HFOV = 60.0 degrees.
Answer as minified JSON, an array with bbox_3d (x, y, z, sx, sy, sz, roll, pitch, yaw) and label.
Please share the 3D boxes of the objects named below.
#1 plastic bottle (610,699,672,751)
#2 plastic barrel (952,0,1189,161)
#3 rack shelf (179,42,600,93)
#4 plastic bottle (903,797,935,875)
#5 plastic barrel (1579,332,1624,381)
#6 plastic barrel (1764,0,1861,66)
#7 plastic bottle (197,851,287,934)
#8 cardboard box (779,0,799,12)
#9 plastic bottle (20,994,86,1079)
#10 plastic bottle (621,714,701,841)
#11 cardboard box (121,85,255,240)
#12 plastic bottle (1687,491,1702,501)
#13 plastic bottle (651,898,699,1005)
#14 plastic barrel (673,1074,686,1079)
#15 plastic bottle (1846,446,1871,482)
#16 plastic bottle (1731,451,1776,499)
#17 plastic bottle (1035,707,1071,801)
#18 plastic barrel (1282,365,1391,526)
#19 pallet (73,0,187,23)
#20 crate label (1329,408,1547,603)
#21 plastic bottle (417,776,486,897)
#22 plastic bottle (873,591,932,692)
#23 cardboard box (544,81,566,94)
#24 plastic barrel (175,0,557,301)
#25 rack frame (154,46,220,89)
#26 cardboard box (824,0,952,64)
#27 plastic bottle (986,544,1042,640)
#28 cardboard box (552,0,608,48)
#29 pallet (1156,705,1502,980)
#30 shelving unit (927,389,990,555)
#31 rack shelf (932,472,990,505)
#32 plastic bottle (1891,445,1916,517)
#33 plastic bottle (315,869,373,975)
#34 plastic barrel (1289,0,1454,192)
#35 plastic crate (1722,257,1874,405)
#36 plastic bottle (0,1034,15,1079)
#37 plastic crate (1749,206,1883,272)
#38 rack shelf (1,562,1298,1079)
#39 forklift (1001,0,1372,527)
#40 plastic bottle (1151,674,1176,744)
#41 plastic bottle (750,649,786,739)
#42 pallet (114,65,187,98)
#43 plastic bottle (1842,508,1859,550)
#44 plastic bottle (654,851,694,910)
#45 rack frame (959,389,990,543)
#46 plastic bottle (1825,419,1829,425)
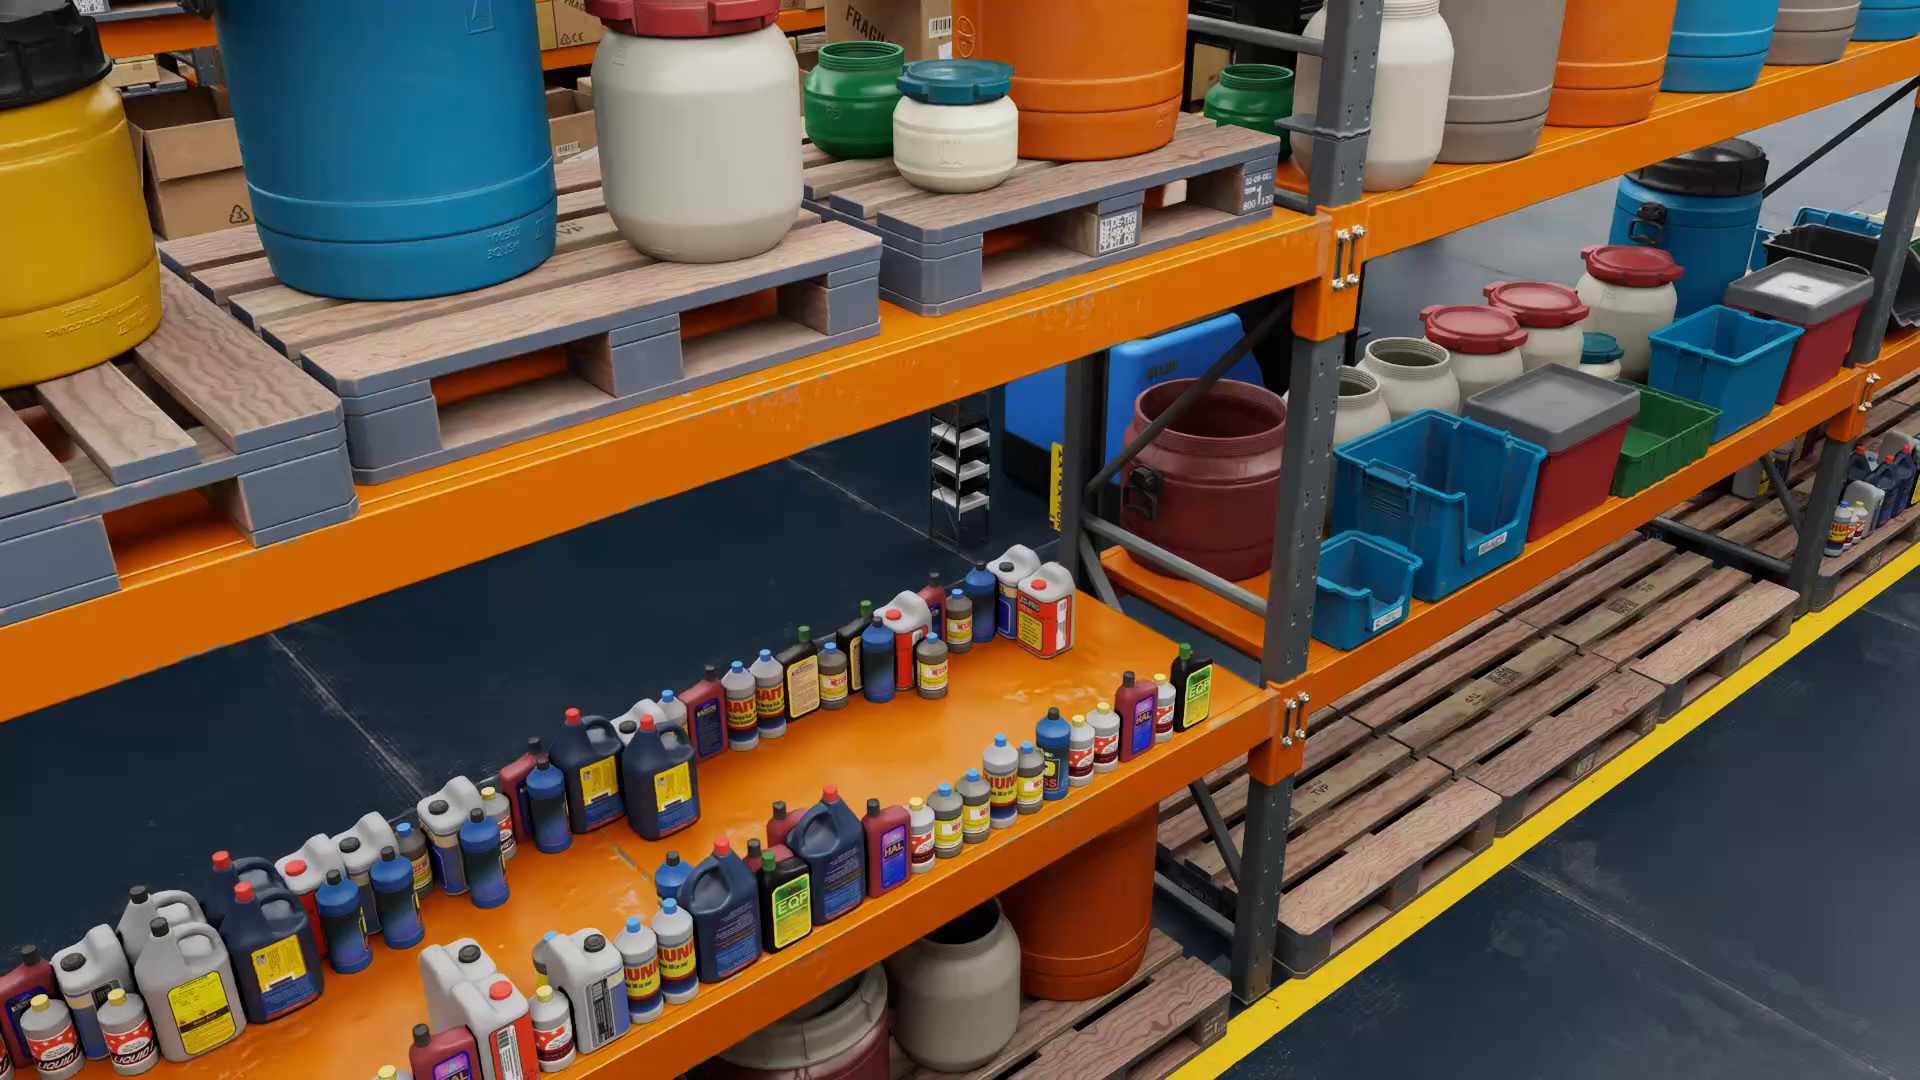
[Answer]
[{"bbox_3d":[-0.884,0.588,4.599,0.135,0.276,0.152,-22,35,-35],"label":"plastic bottle"},{"bbox_3d":[0.277,-1.433,4.165,0.708,0.830,0.600,-22,35,-35],"label":"plastic barrel"},{"bbox_3d":[-4.125,-3.788,13.418,4.000,0.370,1.077,-22,35,-35],"label":"rack shelf"},{"bbox_3d":[-0.114,0.764,4.348,0.097,0.201,0.097,0,28,0],"label":"plastic bottle"},{"bbox_3d":[2.647,-0.721,7.062,0.301,0.262,0.301,0,28,0],"label":"plastic barrel"},{"bbox_3d":[3.010,-2.242,6.048,0.600,0.901,0.600,0,28,0],"label":"plastic barrel"},{"bbox_3d":[-1.705,0.883,3.968,0.185,0.351,0.144,-22,35,-35],"label":"plastic bottle"},{"bbox_3d":[-1.927,-5.076,14.907,0.550,0.550,0.875,-22,35,-35],"label":"cardboard box"},{"bbox_3d":[-2.031,1.103,3.715,0.097,0.201,0.097,0,28,0],"label":"plastic bottle"},{"bbox_3d":[-0.807,0.616,4.468,0.185,0.351,0.144,-22,35,-35],"label":"plastic bottle"},{"bbox_3d":[-3.569,-1.754,7.679,0.637,0.503,0.797,-21,35,-34],"label":"cardboard box"},{"bbox_3d":[3.827,-0.314,8.657,0.097,0.201,0.097,0,28,0],"label":"plastic bottle"},{"bbox_3d":[-0.672,0.958,3.911,0.097,0.271,0.097,0,28,0],"label":"plastic bottle"},{"bbox_3d":[-0.881,1.710,4.561,0.421,0.512,0.421,0,28,0],"label":"plastic barrel"},{"bbox_3d":[4.543,-0.307,8.486,0.185,0.351,0.144,-22,35,-35],"label":"plastic bottle"},{"bbox_3d":[4.150,-0.406,8.671,0.185,0.351,0.144,-22,35,-35],"label":"plastic bottle"},{"bbox_3d":[0.256,0.585,4.610,0.097,0.271,0.097,0,28,0],"label":"plastic bottle"},{"bbox_3d":[1.354,-0.348,6.101,0.421,0.512,0.421,0,28,0],"label":"plastic barrel"},{"bbox_3d":[-3.808,-2.364,7.009,1.213,0.211,1.003,-20,34,-33],"label":"pallet"},{"bbox_3d":[1.642,-0.130,5.774,0.616,0.435,0.502,-22,35,-35],"label":"crate label"},{"bbox_3d":[-1.302,0.756,4.284,0.135,0.276,0.152,-22,35,-35],"label":"plastic bottle"},{"bbox_3d":[-0.180,0.305,5.128,0.135,0.276,0.152,-22,35,-35],"label":"plastic bottle"},{"bbox_3d":[-3.754,-3.394,13.859,0.750,0.750,1.050,-22,35,-35],"label":"cardboard box"},{"bbox_3d":[-1.133,-0.990,3.261,0.708,0.901,0.600,-22,35,-35],"label":"plastic barrel"},{"bbox_3d":[-5.647,-3.493,12.104,0.127,3.000,1.000,-22,35,-35],"label":"rack frame"},{"bbox_3d":[-0.157,-3.164,10.406,1.000,1.000,1.000,-22,35,-35],"label":"cardboard box"},{"bbox_3d":[0.171,0.163,5.393,0.135,0.276,0.152,-22,35,-35],"label":"plastic bottle"},{"bbox_3d":[-3.211,-4.351,13.603,0.500,0.500,0.500,-22,35,-35],"label":"cardboard box"},{"bbox_3d":[1.325,1.099,6.469,1.213,0.211,1.003,-22,35,-35],"label":"pallet"},{"bbox_3d":[-0.006,-0.394,8.533,0.210,0.900,0.258,-22,35,-35],"label":"shelving unit"},{"bbox_3d":[-0.006,-0.286,8.591,0.200,0.077,0.258,-22,35,-35],"label":"rack shelf"},{"bbox_3d":[4.780,-0.313,8.497,0.185,0.351,0.144,-24,36,-37],"label":"plastic bottle"},{"bbox_3d":[-1.486,0.909,4.003,0.097,0.271,0.097,0,28,0],"label":"plastic bottle"},{"bbox_3d":[1.146,-1.265,4.634,0.421,0.512,0.421,0,28,0],"label":"plastic barrel"},{"bbox_3d":[3.584,-0.902,7.187,0.583,0.464,0.402,-22,35,-35],"label":"plastic crate"},{"bbox_3d":[-2.172,1.122,3.679,0.097,0.201,0.097,0,28,0],"label":"plastic bottle"},{"bbox_3d":[4.419,-1.502,8.535,0.616,0.251,0.499,-22,35,-35],"label":"plastic crate"},{"bbox_3d":[-0.811,1.021,4.420,4.000,0.370,1.077,-22,35,-35],"label":"rack shelf"},{"bbox_3d":[1.694,-1.915,9.224,3.031,2.935,1.130,-21,35,-34],"label":"forklift"},{"bbox_3d":[0.580,0.485,4.870,0.097,0.201,0.097,0,28,0],"label":"plastic bottle"},{"bbox_3d":[-0.564,0.444,4.873,0.097,0.271,0.097,0,28,0],"label":"plastic bottle"},{"bbox_3d":[-6.120,-3.152,11.670,1.003,0.211,1.213,-22,35,-35],"label":"pallet"},{"bbox_3d":[4.358,-0.063,8.187,0.097,0.201,0.097,0,28,0],"label":"plastic bottle"},{"bbox_3d":[-0.692,0.877,4.064,0.097,0.271,0.097,0,28,0],"label":"plastic bottle"},{"bbox_3d":[0.071,-0.426,8.591,0.006,0.900,0.240,-22,35,-35],"label":"rack frame"},{"bbox_3d":[4.954,-0.798,9.489,0.097,0.271,0.097,0,28,0],"label":"plastic bottle"}]
